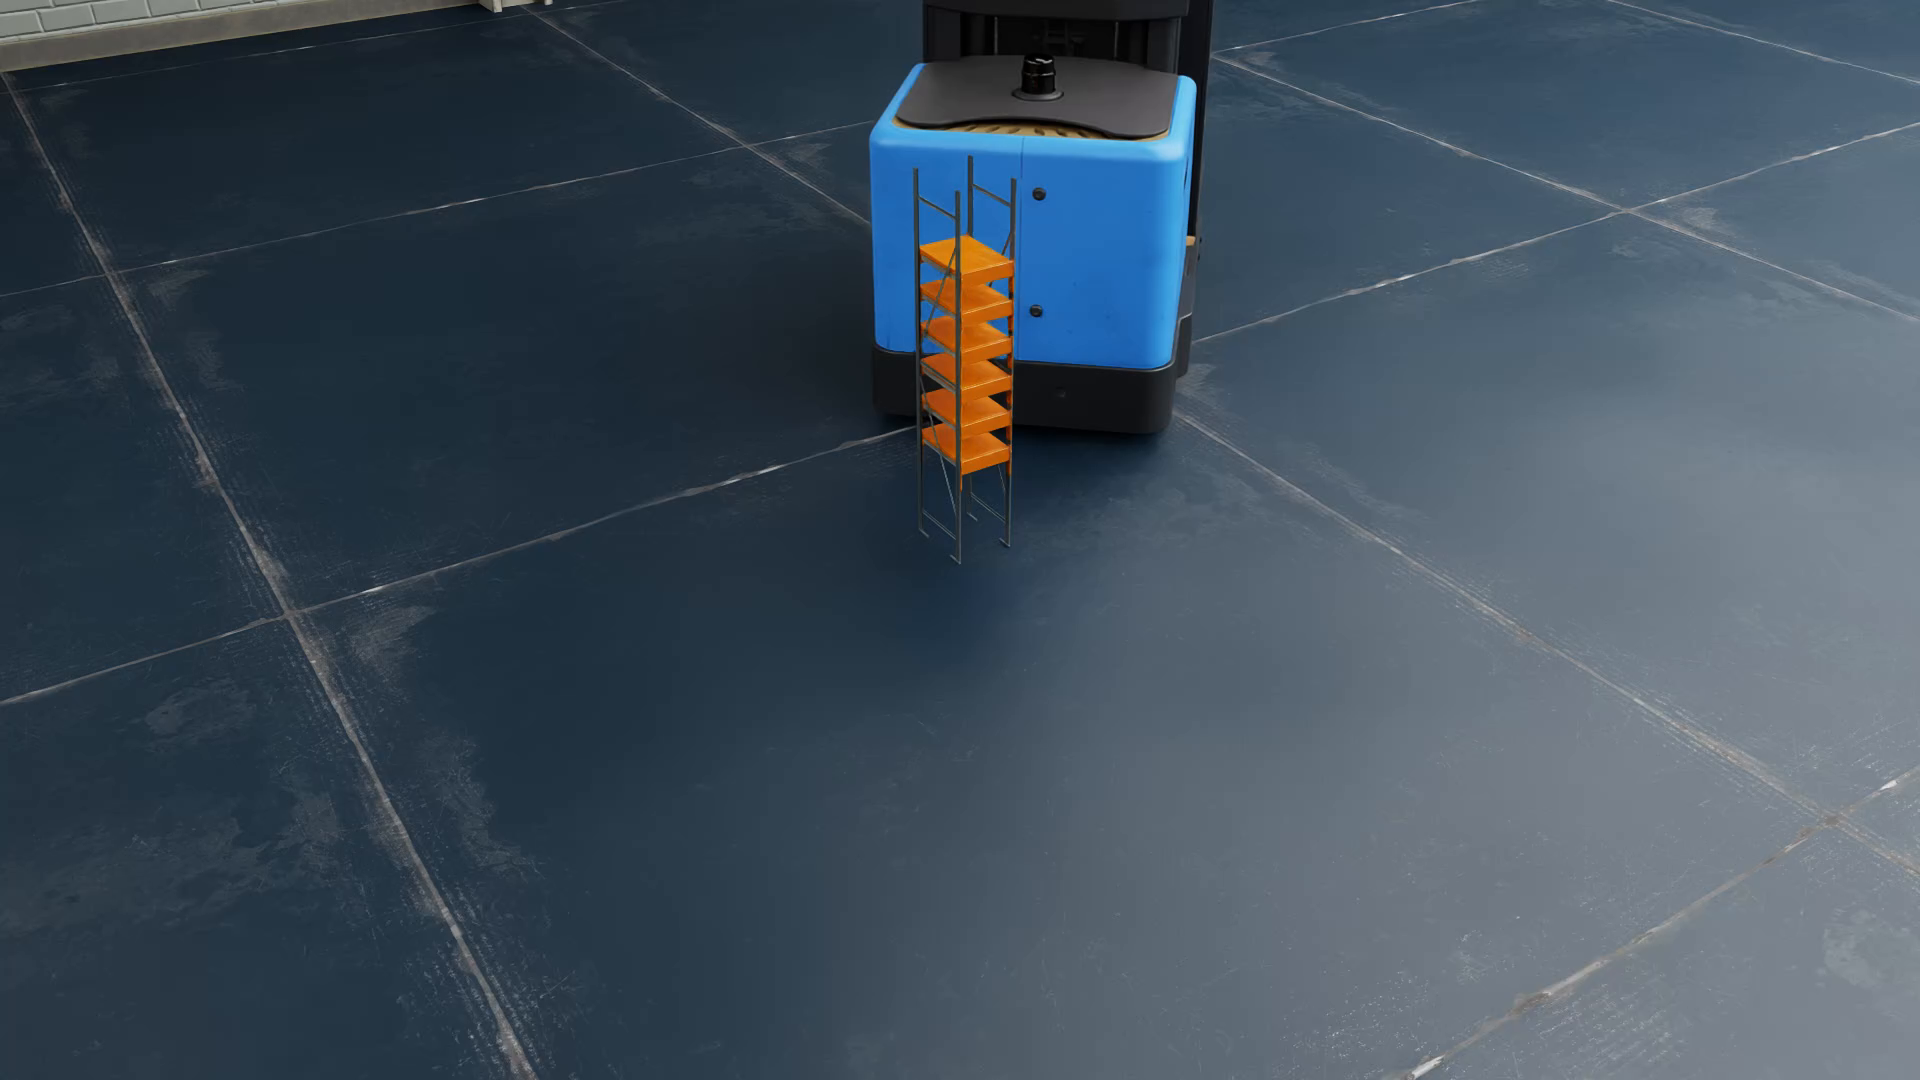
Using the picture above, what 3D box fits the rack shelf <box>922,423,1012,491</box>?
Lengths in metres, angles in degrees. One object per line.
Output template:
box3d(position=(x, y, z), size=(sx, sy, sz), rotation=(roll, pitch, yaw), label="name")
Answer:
box3d(position=(0.012, -0.271, 5.088), size=(0.180, 0.103, 0.258), rotation=(-19, 37, -27), label="rack shelf")

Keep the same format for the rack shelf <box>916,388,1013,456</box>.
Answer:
box3d(position=(0.012, -0.373, 5.024), size=(0.180, 0.103, 0.258), rotation=(-19, 37, -27), label="rack shelf")

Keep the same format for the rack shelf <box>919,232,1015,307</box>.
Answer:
box3d(position=(0.012, -0.779, 4.768), size=(0.180, 0.103, 0.258), rotation=(-19, 37, -27), label="rack shelf")

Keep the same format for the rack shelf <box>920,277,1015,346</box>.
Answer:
box3d(position=(0.012, -0.677, 4.832), size=(0.180, 0.103, 0.258), rotation=(-19, 37, -27), label="rack shelf")

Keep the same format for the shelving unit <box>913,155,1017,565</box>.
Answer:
box3d(position=(0.012, -0.512, 4.937), size=(0.189, 1.200, 0.258), rotation=(-19, 37, -27), label="shelving unit")

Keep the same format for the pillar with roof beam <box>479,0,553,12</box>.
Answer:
box3d(position=(-0.546, -5.352, 5.301), size=(0.400, 9.000, 9.100), rotation=(-19, 37, -27), label="pillar with roof beam")

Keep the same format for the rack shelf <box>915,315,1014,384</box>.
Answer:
box3d(position=(0.012, -0.576, 4.896), size=(0.180, 0.103, 0.258), rotation=(-19, 37, -27), label="rack shelf")

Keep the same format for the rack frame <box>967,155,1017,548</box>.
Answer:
box3d(position=(0.089, -0.538, 4.978), size=(0.006, 1.200, 0.240), rotation=(-19, 37, -27), label="rack frame")

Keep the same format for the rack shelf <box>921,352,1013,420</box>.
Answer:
box3d(position=(0.012, -0.474, 4.960), size=(0.180, 0.103, 0.258), rotation=(-19, 37, -27), label="rack shelf")

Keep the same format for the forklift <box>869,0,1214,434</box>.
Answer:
box3d(position=(0.443, -2.375, 6.267), size=(1.130, 2.935, 3.031), rotation=(5, 33, 8), label="forklift")

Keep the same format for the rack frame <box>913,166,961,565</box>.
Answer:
box3d(position=(-0.065, -0.485, 4.895), size=(0.006, 1.200, 0.240), rotation=(-19, 37, -27), label="rack frame")
